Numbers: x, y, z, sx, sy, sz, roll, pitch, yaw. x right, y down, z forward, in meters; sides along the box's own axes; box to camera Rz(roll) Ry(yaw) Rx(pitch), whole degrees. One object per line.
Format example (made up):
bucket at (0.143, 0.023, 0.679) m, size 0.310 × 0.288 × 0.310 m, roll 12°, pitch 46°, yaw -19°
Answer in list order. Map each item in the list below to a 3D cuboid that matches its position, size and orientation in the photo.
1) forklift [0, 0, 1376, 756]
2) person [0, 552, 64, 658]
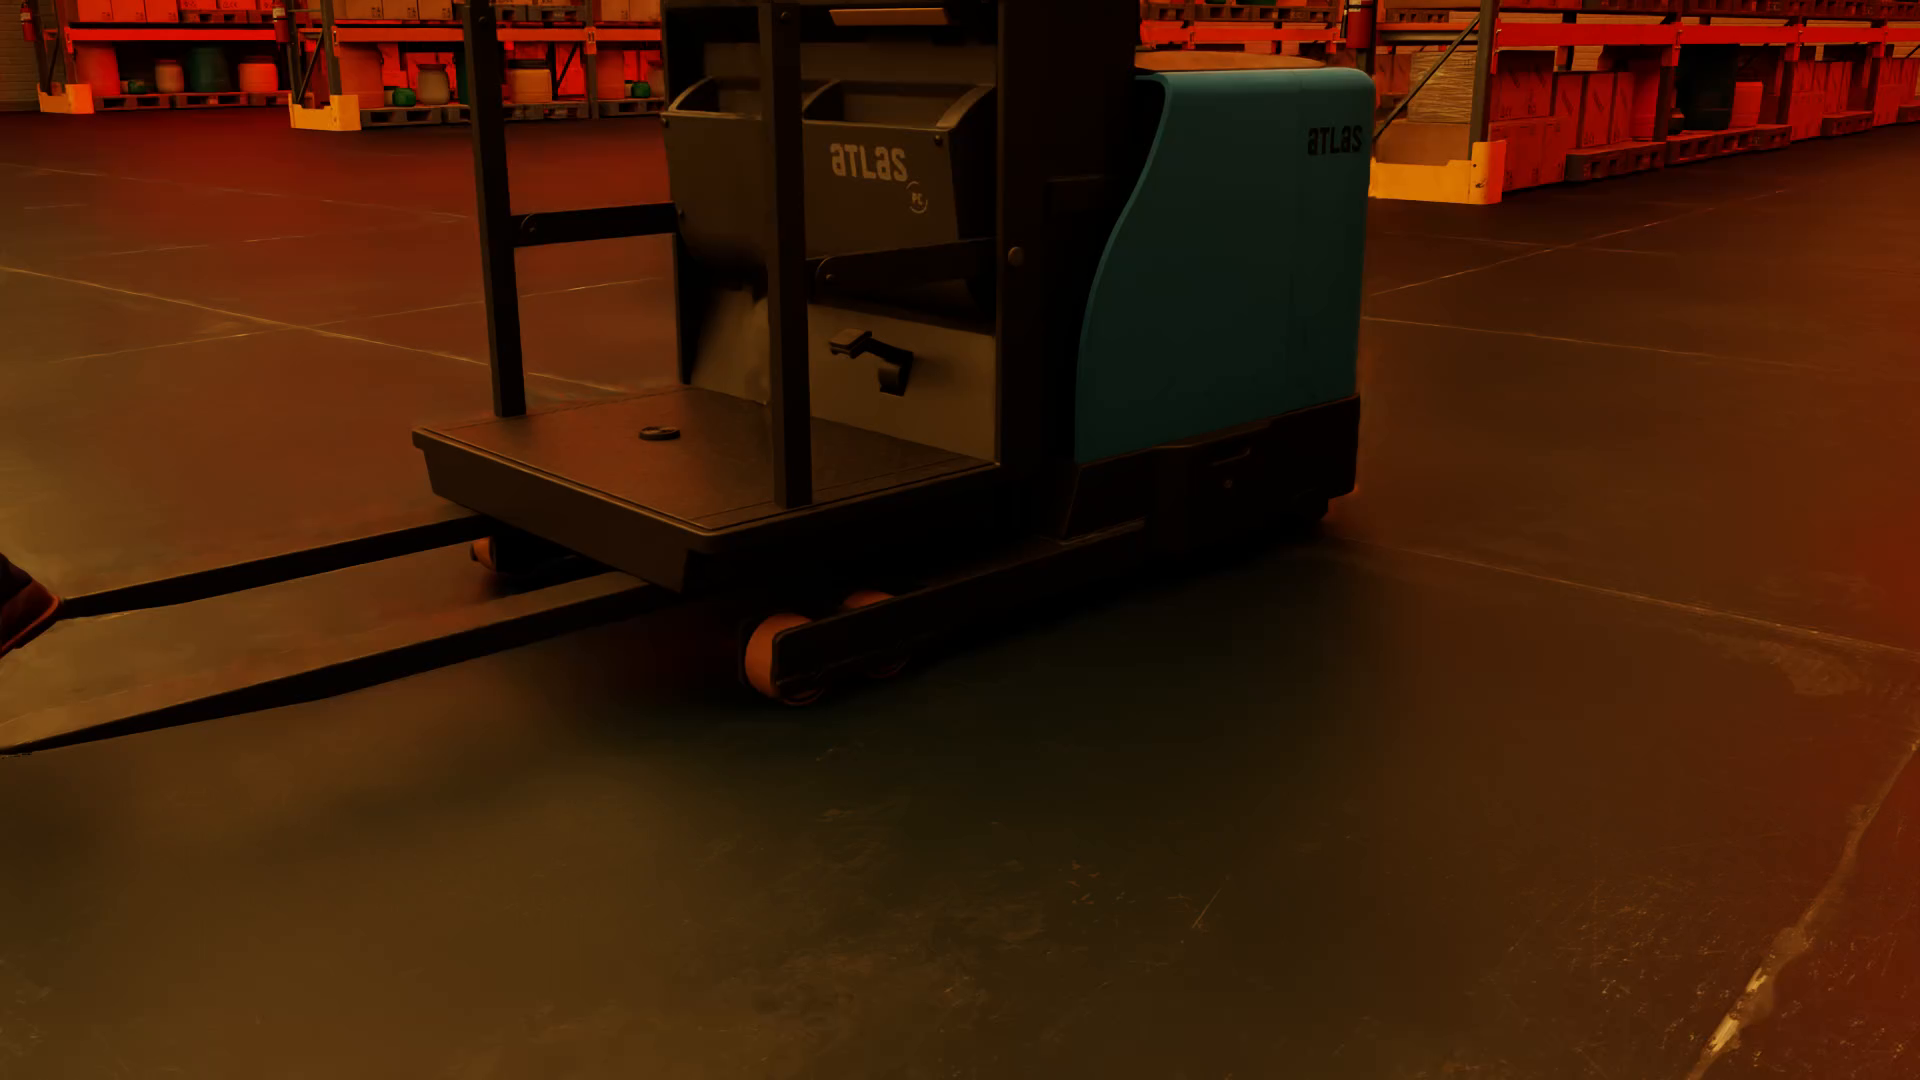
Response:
forklift at (-0.438, -1.275, 3.098) m, size 3.031 × 2.935 × 1.130 m, roll -15°, pitch 23°, yaw -41°
person at (-2.101, -0.436, 2.776) m, size 1.125 × 1.573 × 0.530 m, roll 13°, pitch 21°, yaw 36°
